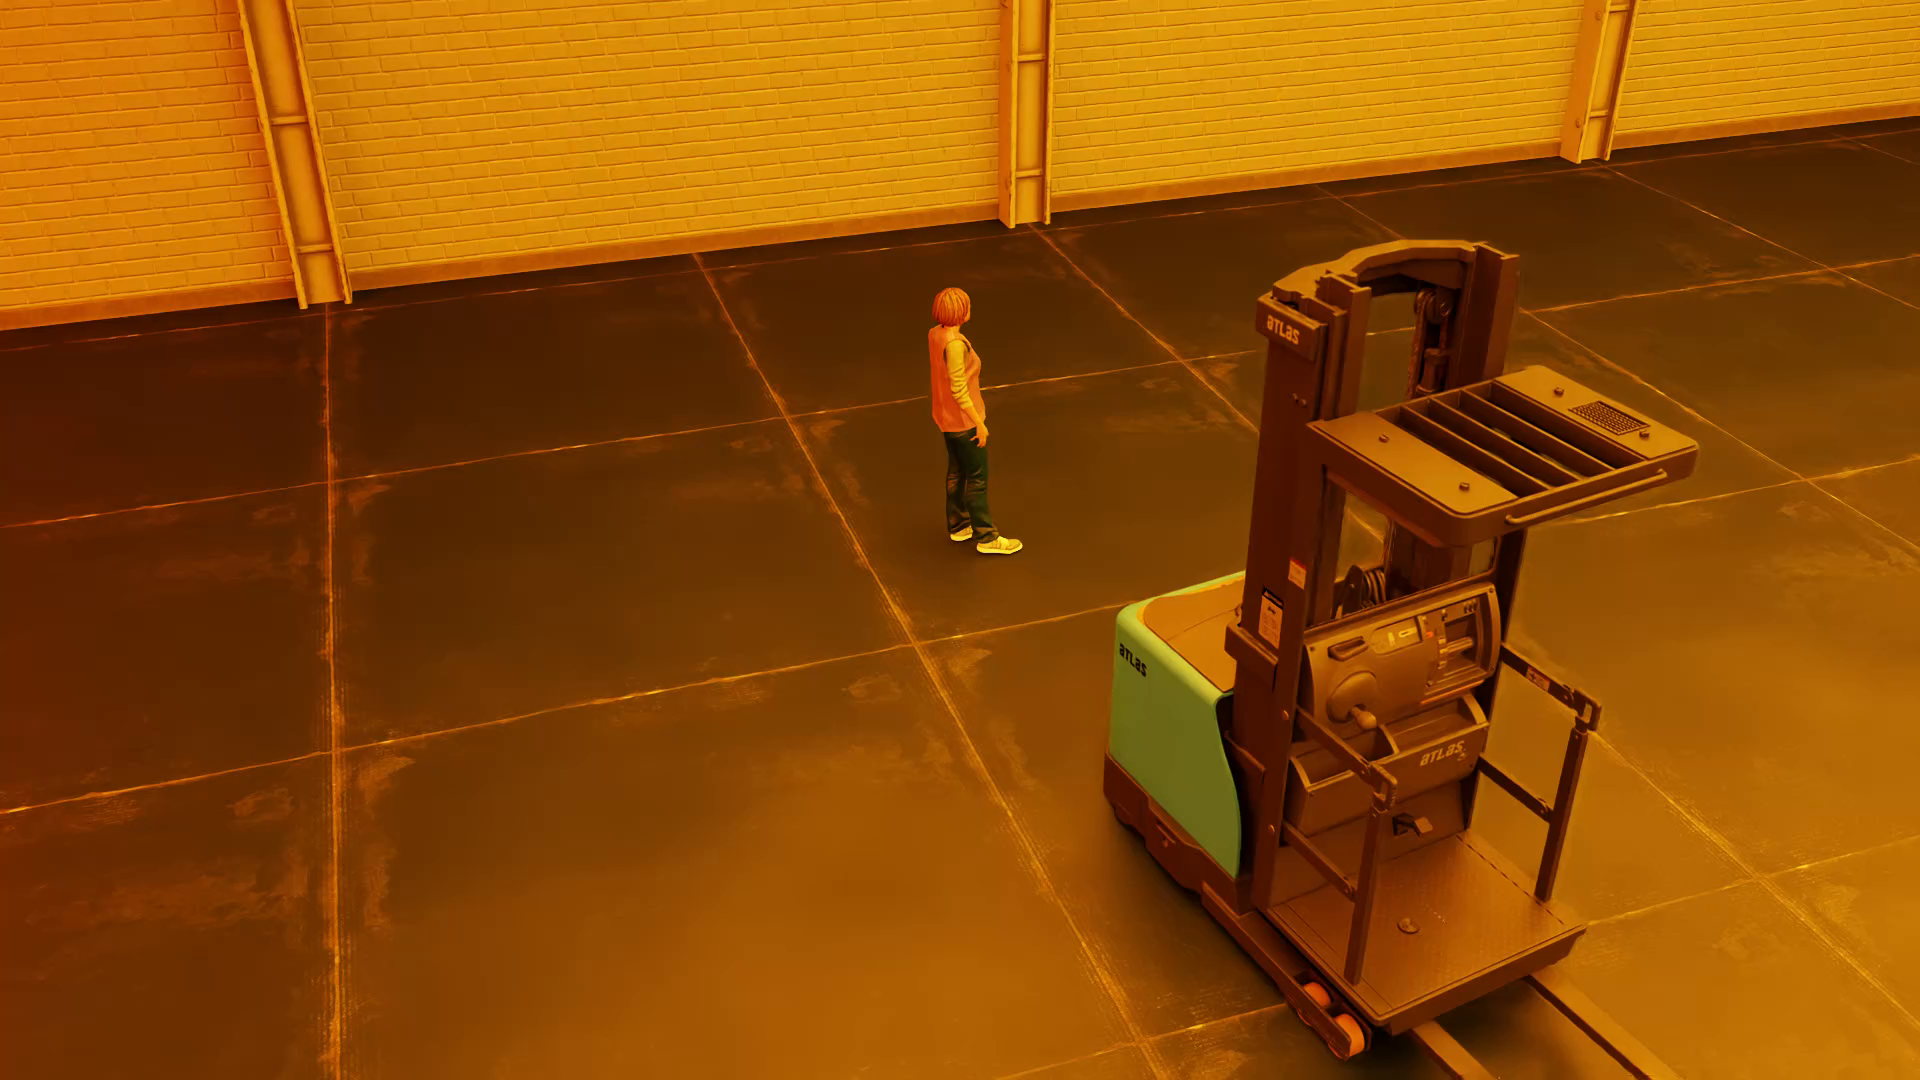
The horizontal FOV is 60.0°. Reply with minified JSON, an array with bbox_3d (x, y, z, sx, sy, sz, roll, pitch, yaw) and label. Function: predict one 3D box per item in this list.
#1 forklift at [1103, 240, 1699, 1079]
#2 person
[{"bbox_3d":[1.811,0.496,6.225,1.130,2.935,3.031,-15,33,-24],"label":"forklift"},{"bbox_3d":[0.074,-0.704,9.632,0.476,1.597,0.520,-10,31,-16],"label":"person"}]
